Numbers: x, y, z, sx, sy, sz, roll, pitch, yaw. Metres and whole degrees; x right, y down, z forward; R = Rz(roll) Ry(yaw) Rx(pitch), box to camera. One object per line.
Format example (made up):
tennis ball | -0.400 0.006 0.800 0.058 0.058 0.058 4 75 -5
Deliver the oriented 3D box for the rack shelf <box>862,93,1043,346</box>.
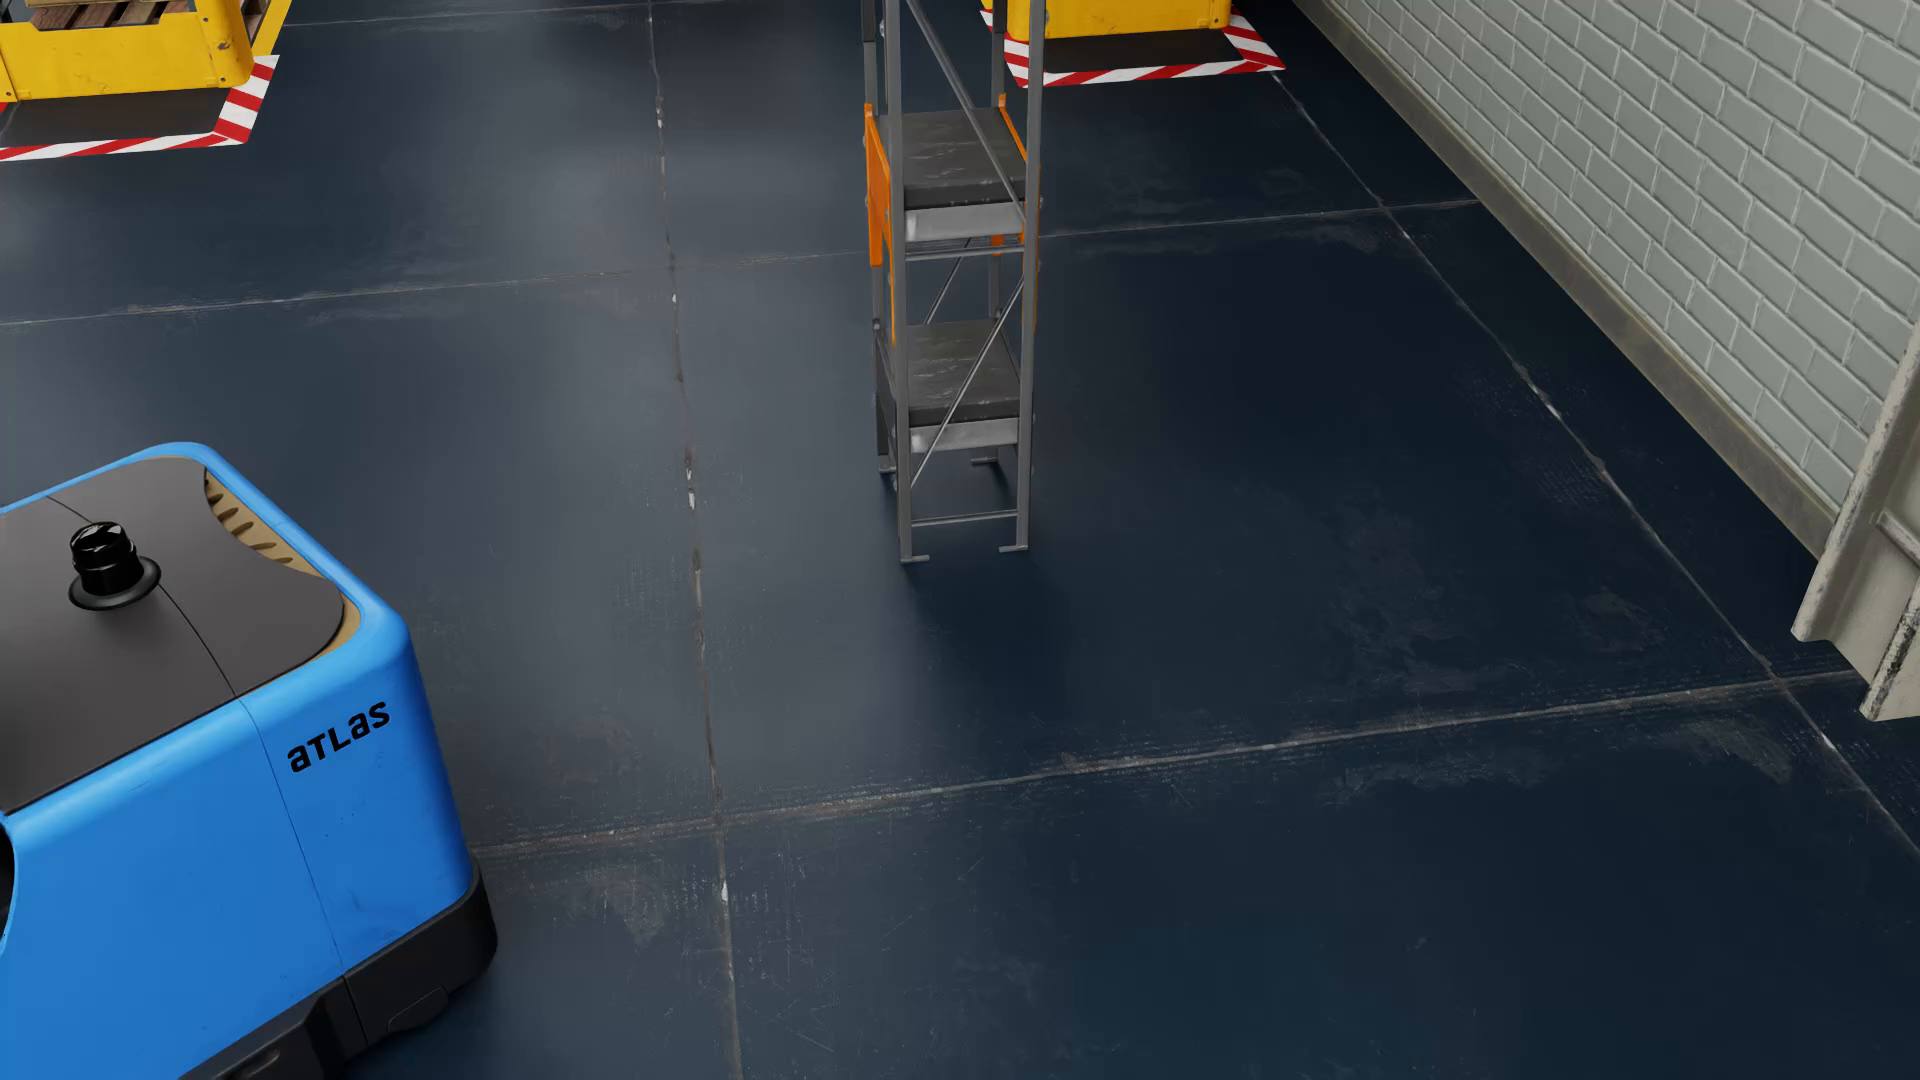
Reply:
rack shelf | -0.029 -0.918 4.743 0.431 0.518 0.480 -6 38 -8

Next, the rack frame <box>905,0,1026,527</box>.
rack frame | 0.015 -0.782 4.545 0.380 1.831 0.006 -6 38 -8

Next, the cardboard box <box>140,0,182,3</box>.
cardboard box | -3.937 -2.985 8.547 0.500 0.250 0.500 -7 38 -8

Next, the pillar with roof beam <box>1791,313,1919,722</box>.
pillar with roof beam | -1.603 -2.724 1.421 9.100 9.000 0.400 -6 38 -8

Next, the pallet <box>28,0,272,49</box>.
pallet | -4.189 -2.828 8.718 1.003 0.211 1.213 -6 38 -8

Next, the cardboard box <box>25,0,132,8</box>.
cardboard box | -4.479 -2.942 8.491 0.500 0.250 0.500 -6 38 -8

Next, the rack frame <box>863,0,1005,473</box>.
rack frame | -0.072 -1.077 4.924 0.400 2.100 0.015 -6 38 -8

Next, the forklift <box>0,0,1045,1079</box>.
forklift | -1.766 -0.153 3.058 5.060 2.935 1.130 -31 48 -34

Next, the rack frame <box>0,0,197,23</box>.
rack frame | -4.068 -3.388 7.166 1.000 3.000 0.127 -6 38 -8

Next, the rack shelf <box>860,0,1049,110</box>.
rack shelf | -0.029 -1.471 4.313 0.431 0.518 0.480 -6 38 -8

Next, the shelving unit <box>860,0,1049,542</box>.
shelving unit | -0.029 -0.930 4.736 0.431 2.100 0.499 -6 38 -8

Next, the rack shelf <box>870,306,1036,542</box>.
rack shelf | -0.029 -0.366 5.172 0.431 0.518 0.480 -6 38 -8
